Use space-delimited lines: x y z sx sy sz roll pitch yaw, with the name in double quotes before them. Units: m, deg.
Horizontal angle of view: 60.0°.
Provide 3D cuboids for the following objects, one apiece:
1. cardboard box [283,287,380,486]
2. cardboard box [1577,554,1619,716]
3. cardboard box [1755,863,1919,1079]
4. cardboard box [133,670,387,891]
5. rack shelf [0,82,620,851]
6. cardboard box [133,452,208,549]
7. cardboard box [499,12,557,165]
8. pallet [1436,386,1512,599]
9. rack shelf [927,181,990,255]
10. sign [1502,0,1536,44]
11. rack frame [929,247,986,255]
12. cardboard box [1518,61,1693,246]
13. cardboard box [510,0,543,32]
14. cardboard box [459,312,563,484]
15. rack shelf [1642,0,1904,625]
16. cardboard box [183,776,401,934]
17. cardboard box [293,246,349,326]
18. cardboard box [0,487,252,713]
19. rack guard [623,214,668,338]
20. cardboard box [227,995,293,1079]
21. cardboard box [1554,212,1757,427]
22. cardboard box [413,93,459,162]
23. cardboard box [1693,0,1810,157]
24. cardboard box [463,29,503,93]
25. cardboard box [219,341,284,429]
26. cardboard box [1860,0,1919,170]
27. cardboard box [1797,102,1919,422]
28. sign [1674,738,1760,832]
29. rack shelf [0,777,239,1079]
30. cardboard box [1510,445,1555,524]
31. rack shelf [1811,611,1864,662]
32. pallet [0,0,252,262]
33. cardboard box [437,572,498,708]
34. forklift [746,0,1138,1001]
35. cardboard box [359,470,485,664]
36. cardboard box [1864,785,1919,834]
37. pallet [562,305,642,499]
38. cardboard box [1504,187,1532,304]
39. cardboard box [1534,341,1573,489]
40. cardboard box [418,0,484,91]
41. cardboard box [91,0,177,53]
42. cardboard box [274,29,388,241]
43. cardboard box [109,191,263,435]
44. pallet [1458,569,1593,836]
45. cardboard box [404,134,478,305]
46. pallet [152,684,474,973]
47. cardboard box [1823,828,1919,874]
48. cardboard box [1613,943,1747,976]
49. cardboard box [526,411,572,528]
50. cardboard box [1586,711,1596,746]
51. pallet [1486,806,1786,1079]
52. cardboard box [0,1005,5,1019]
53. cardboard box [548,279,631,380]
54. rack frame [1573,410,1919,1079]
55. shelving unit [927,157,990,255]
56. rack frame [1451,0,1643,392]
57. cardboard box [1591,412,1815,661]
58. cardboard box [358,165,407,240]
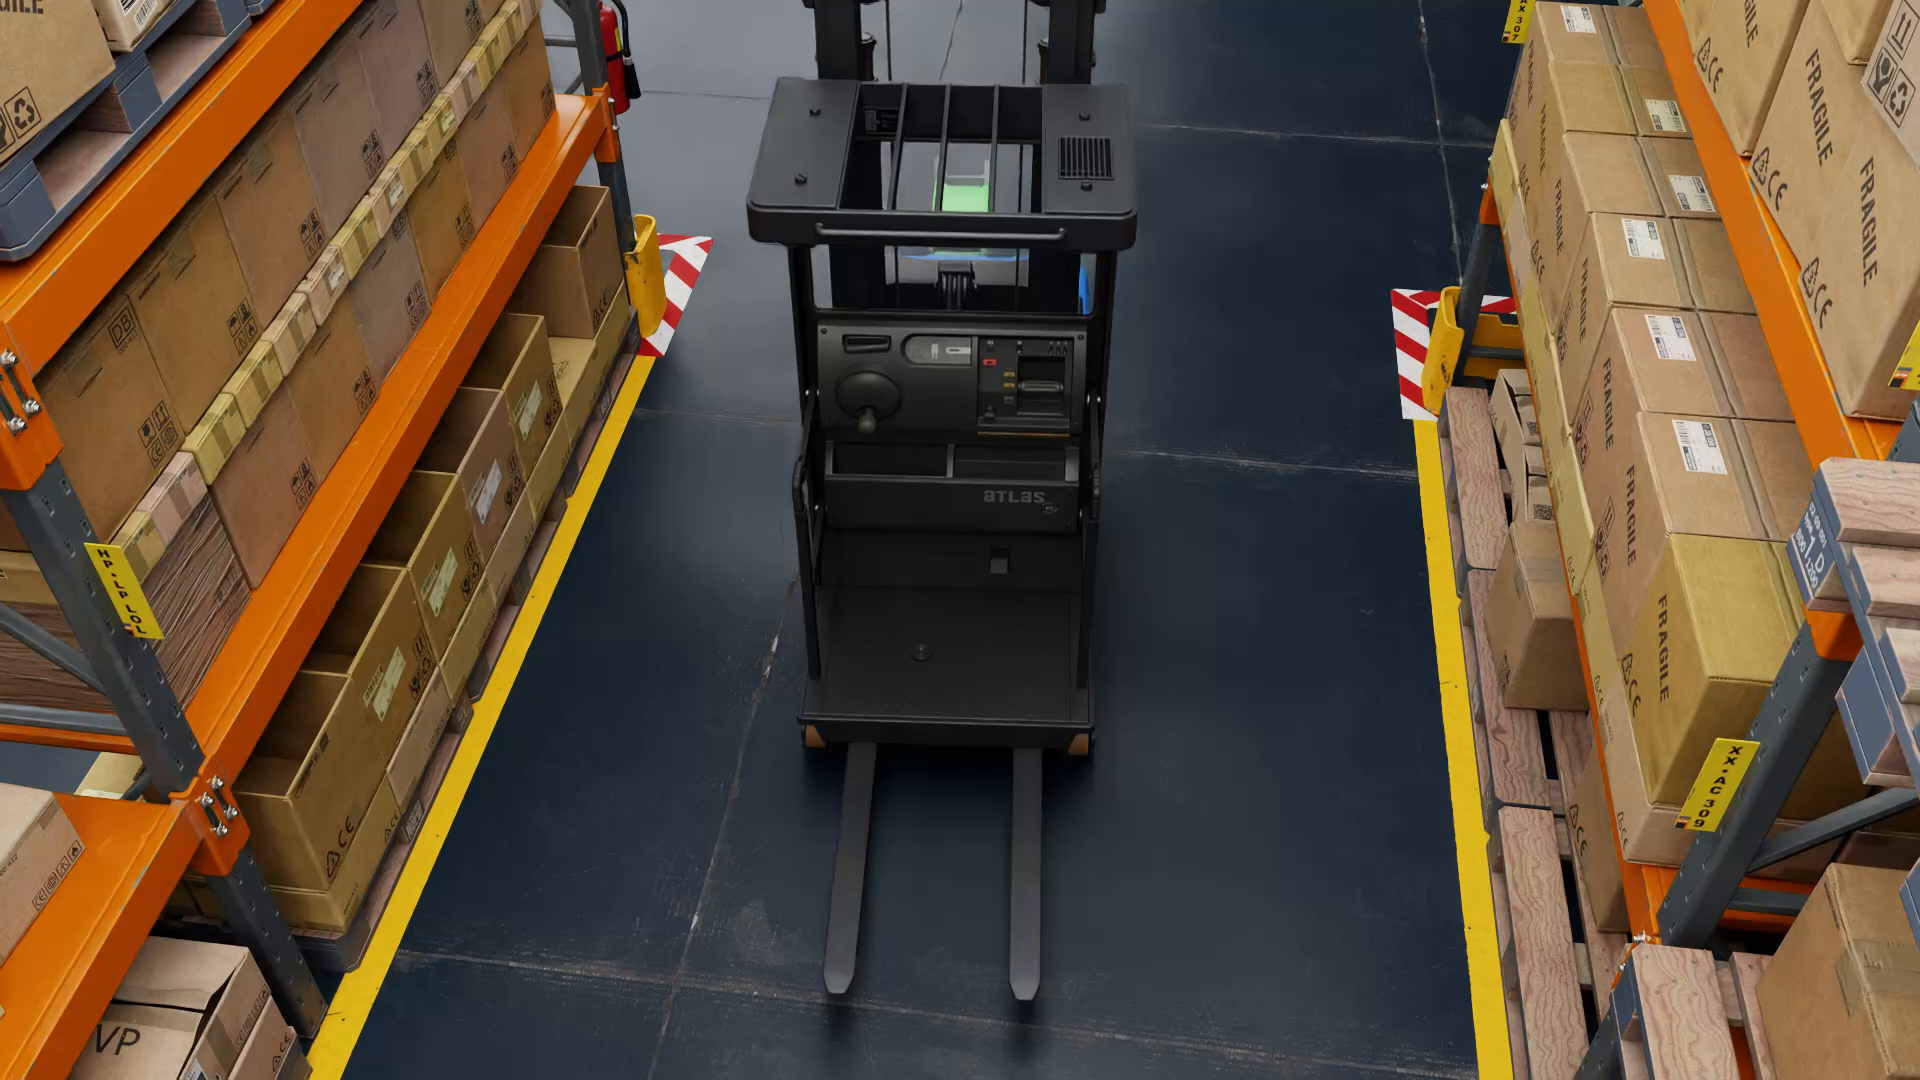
"cardboard box" -2.438 -0.562 5.589 0.700 0.500 0.500 6 44 6
"cardboard box" 2.123 0.285 4.862 0.500 0.250 0.500 5 44 6
"cardboard box" 2.186 1.075 3.541 0.700 0.500 0.500 5 44 6
"cardboard box" -2.252 0.765 5.409 0.500 0.500 0.500 5 44 6
"rack shelf" -2.360 -0.622 6.249 1.077 0.370 4.000 5 44 6
"cardboard box" -2.363 -0.129 4.660 0.380 0.149 0.250 6 44 6
"cardboard box" -2.170 -1.966 7.072 0.700 0.500 0.500 5 44 6
"pallet" 2.663 -0.184 7.291 1.003 0.211 1.213 5 44 6
"rack shelf" -0.001 -1.365 7.214 0.258 0.148 0.480 2 43 2
"sign" 2.278 -2.163 6.723 0.100 0.325 0.005 5 44 6
"rack frame" -0.011 -0.896 7.323 0.240 1.200 0.015 2 43 2
"cardboard box" 2.379 -1.390 6.086 0.500 0.500 0.500 5 44 6
"cardboard box" -1.957 -2.241 6.890 0.380 0.149 0.250 5 44 5
"cardboard box" -1.989 -0.598 6.849 0.500 0.500 0.500 5 44 6
"rack shelf" 2.551 -1.264 4.745 1.077 0.370 4.000 5 44 6
"cardboard box" -2.262 1.037 5.668 0.500 0.250 0.500 5 44 6
"cardboard box" -2.230 -0.837 5.407 0.380 0.149 0.250 4 44 4
"cardboard box" -2.572 0.140 4.848 0.700 0.500 0.500 4 44 4
"rack guard" -2.092 -1.355 8.318 1.175 0.500 0.348 5 44 6
"cardboard box" -2.391 1.634 5.037 0.500 0.250 0.500 5 44 5
"cardboard box" 2.248 -0.686 5.342 0.500 0.500 0.500 6 44 7
"cardboard box" -2.093 -1.538 6.148 0.380 0.149 0.250 6 44 7
"cardboard box" 2.224 -1.297 4.169 0.500 0.500 0.500 4 44 4
"cardboard box" -2.024 -1.888 6.518 0.380 0.149 0.250 5 44 5
"cardboard box" -2.298 -0.484 5.035 0.380 0.149 0.250 5 44 5
"cardboard box" 2.084 -0.935 3.060 0.500 0.500 0.500 2 43 2
"cardboard box" 2.109 -0.574 3.406 0.500 0.500 0.500 6 44 7
"sign" 1.748 0.569 3.838 0.100 0.325 0.005 5 44 6
"rack shelf" -2.888 2.104 3.370 1.077 0.370 4.000 5 44 6
"cardboard box" 2.559 -0.131 6.842 0.500 0.311 0.500 9 44 9
"rack shelf" 2.022 1.462 1.866 1.077 0.370 4.000 5 44 6
"pallet" -2.537 -1.161 4.178 1.003 0.211 1.213 5 44 6
"cardboard box" -2.120 0.356 6.387 0.500 0.250 0.500 5 44 6
"forklift" -0.035 -0.468 5.613 1.130 2.935 3.031 2 43 2
"cardboard box" -2.120 0.084 6.129 0.500 0.500 0.500 5 44 6
"cardboard box" 2.556 0.401 4.194 0.500 0.500 0.500 4 44 5
"pallet" -2.155 -0.709 7.845 1.003 0.211 1.213 5 44 6
"cardboard box" 2.382 -1.093 6.317 0.500 0.250 0.500 4 44 4
"cardboard box" 2.239 -0.402 5.587 0.500 0.250 0.500 6 44 6
"cardboard box" -2.241 -2.042 6.209 0.700 0.500 0.500 4 44 4
"cardboard box" -2.225 -1.468 4.095 0.500 0.311 0.500 3 44 3
"cardboard box" -2.373 -1.357 5.485 0.700 0.500 0.500 5 44 6
"cardboard box" -2.506 -0.676 4.765 0.700 0.500 0.500 5 44 5
"pallet" 2.499 0.645 6.415 1.003 0.211 1.213 5 44 6
"cardboard box" -2.306 -1.270 6.337 0.700 0.500 0.500 6 44 6
"pallet" -2.477 0.954 6.089 1.003 0.211 1.213 5 44 6
"cardboard box" 2.561 0.673 4.452 0.500 0.250 0.500 6 44 6
"cardboard box" 2.328 1.429 5.300 0.380 0.166 0.250 0 43 0
"cardboard box" -1.992 -0.326 7.107 0.500 0.250 0.500 5 44 6
"cardboard box" 2.518 0.714 6.067 0.380 0.149 0.250 2 43 2
"pallet" 2.340 1.479 5.535 1.003 0.211 1.213 5 44 6
"cardboard box" -2.558 1.144 3.958 0.396 0.266 0.258 4 44 4
"cardboard box" -1.873 -1.008 7.828 0.500 0.250 0.500 5 44 6
"rack frame" 2.287 0.927 4.089 1.000 3.000 0.127 5 44 6
"shelving unit" -0.001 -1.063 7.500 0.258 1.200 0.503 2 43 2
"rack frame" 2.816 -1.799 6.968 1.000 3.000 0.127 5 44 6
"cardboard box" 2.103 0.011 4.606 0.500 0.500 0.500 5 44 5
"cardboard box" -2.160 -1.184 5.774 0.380 0.149 0.250 5 44 5
